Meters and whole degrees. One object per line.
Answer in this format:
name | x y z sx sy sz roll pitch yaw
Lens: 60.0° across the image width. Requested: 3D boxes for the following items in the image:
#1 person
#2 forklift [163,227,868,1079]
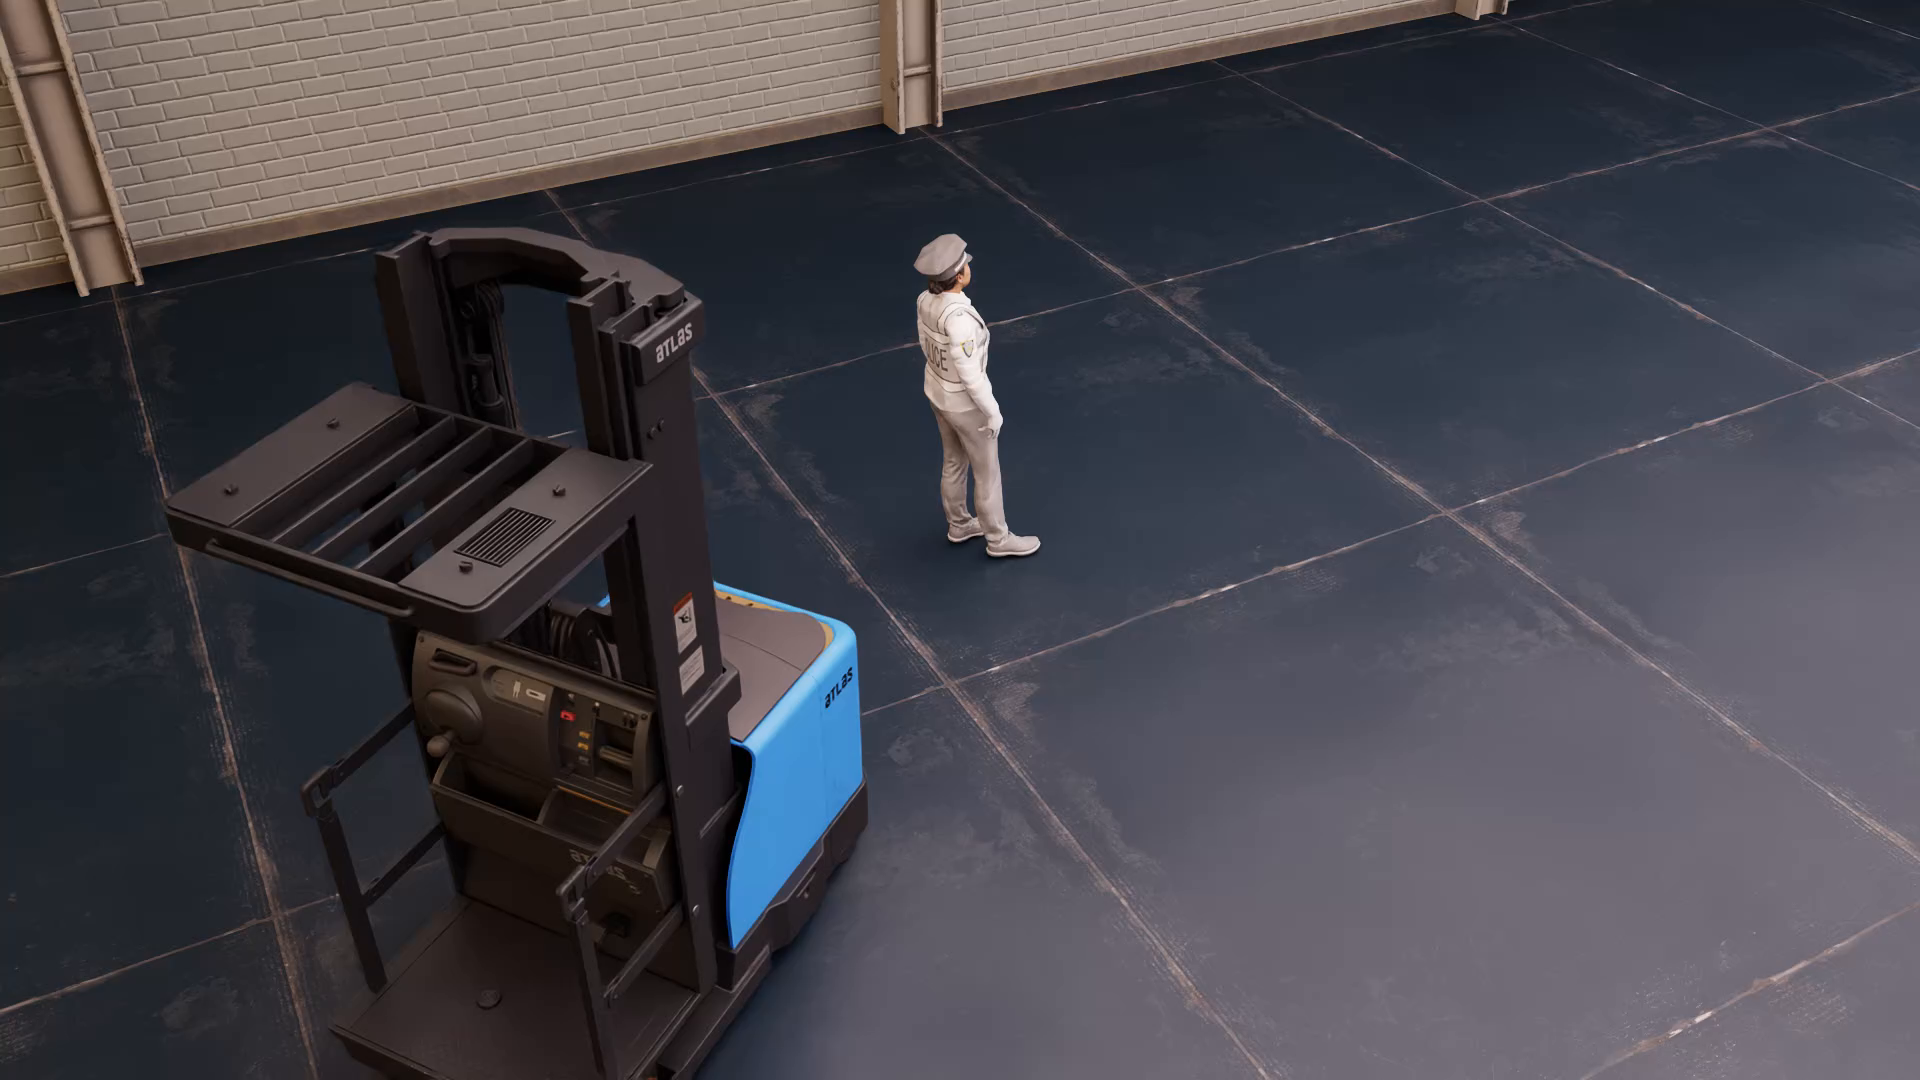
person | 0.062 -0.713 8.190 0.533 1.696 0.588 -17 39 -23
forklift | -1.478 0.648 5.207 1.130 2.935 3.031 16 38 21
